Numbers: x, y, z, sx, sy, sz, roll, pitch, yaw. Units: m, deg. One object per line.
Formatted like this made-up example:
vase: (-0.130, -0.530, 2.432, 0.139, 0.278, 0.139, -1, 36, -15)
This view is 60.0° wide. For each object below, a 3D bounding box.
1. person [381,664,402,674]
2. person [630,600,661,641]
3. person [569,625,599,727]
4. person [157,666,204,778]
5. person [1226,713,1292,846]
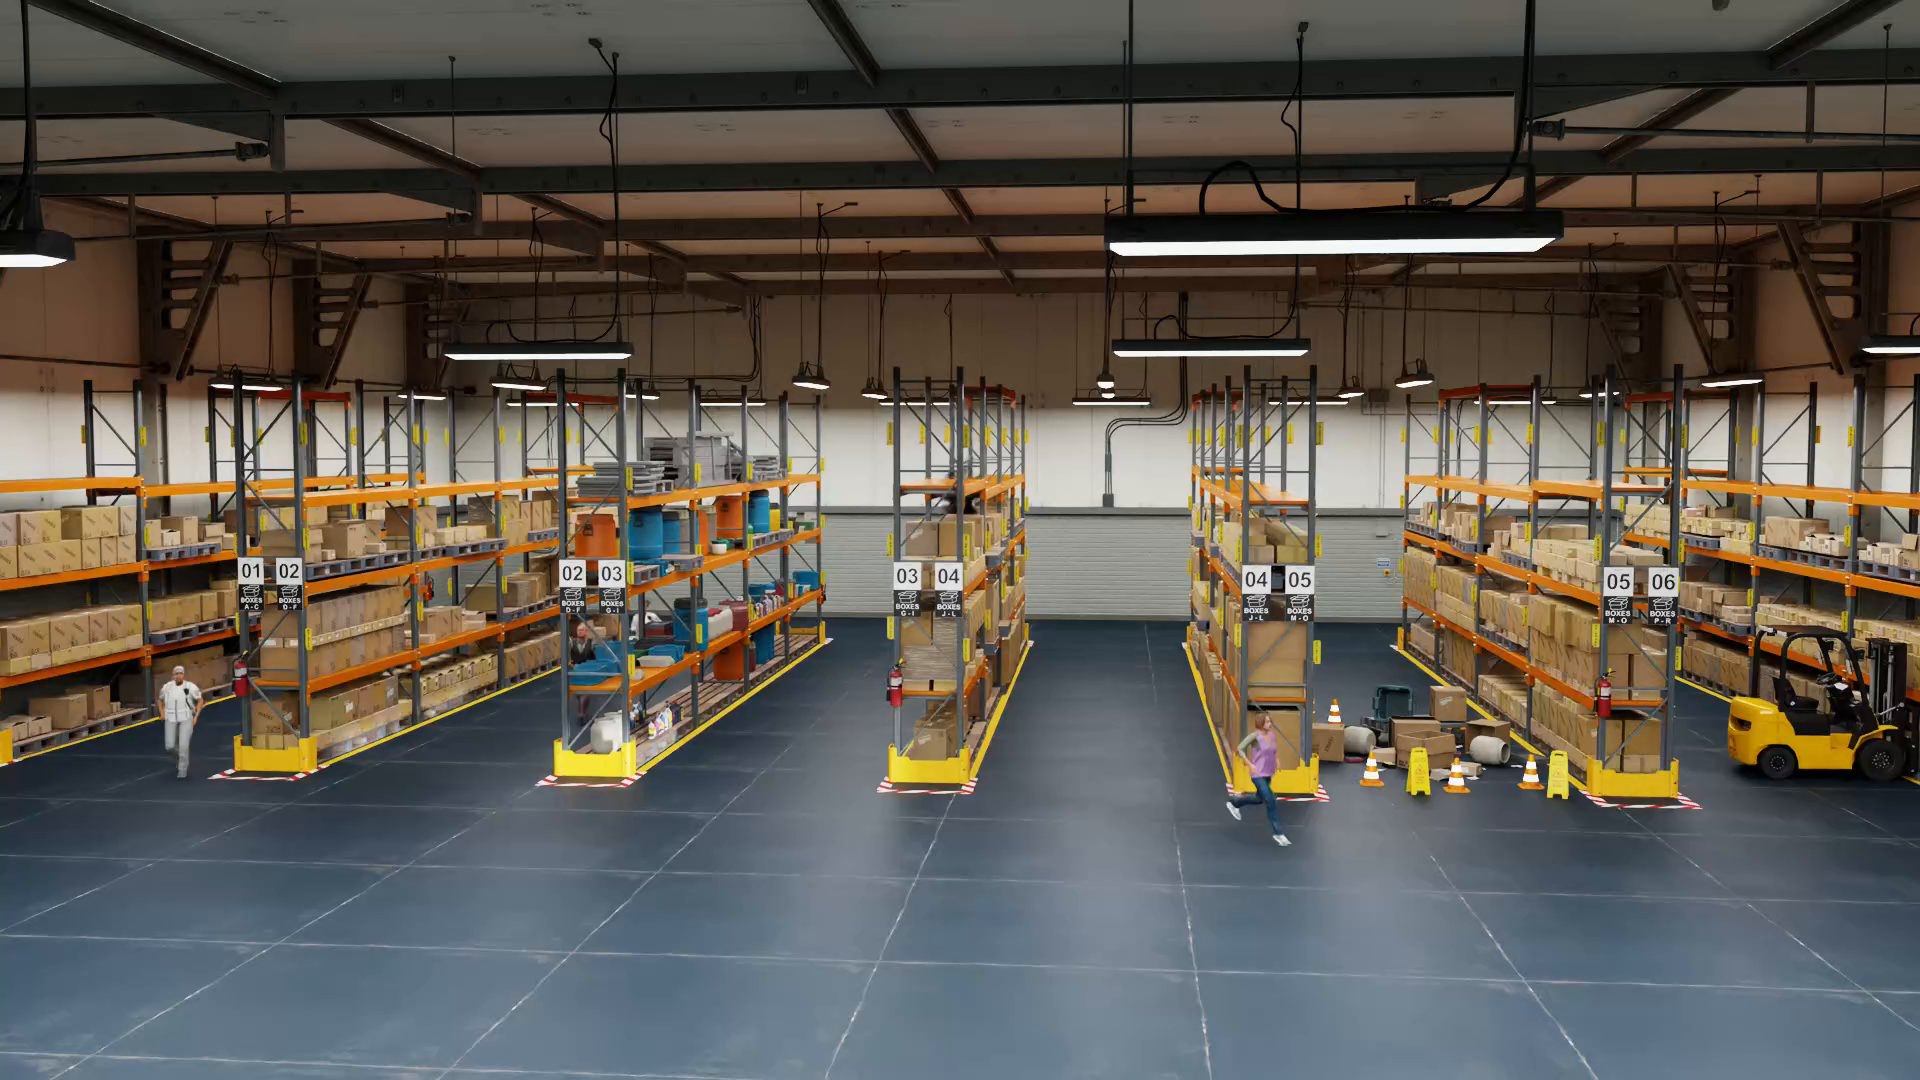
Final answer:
person: (-11.577, 2.035, 33.556, 0.649, 1.774, 1.010, 0, 4, 7)
person: (-6.385, 2.069, 33.736, 0.594, 1.753, 0.753, 0, 4, 8)
person: (-6.644, 2.354, 29.239, 0.632, 1.716, 1.095, 0, 4, 4)
person: (-11.548, 2.674, 24.619, 0.639, 1.638, 0.531, -1, 4, -11)
person: (3.726, 2.939, 20.687, 0.508, 1.601, 1.019, -4, 5, -45)
